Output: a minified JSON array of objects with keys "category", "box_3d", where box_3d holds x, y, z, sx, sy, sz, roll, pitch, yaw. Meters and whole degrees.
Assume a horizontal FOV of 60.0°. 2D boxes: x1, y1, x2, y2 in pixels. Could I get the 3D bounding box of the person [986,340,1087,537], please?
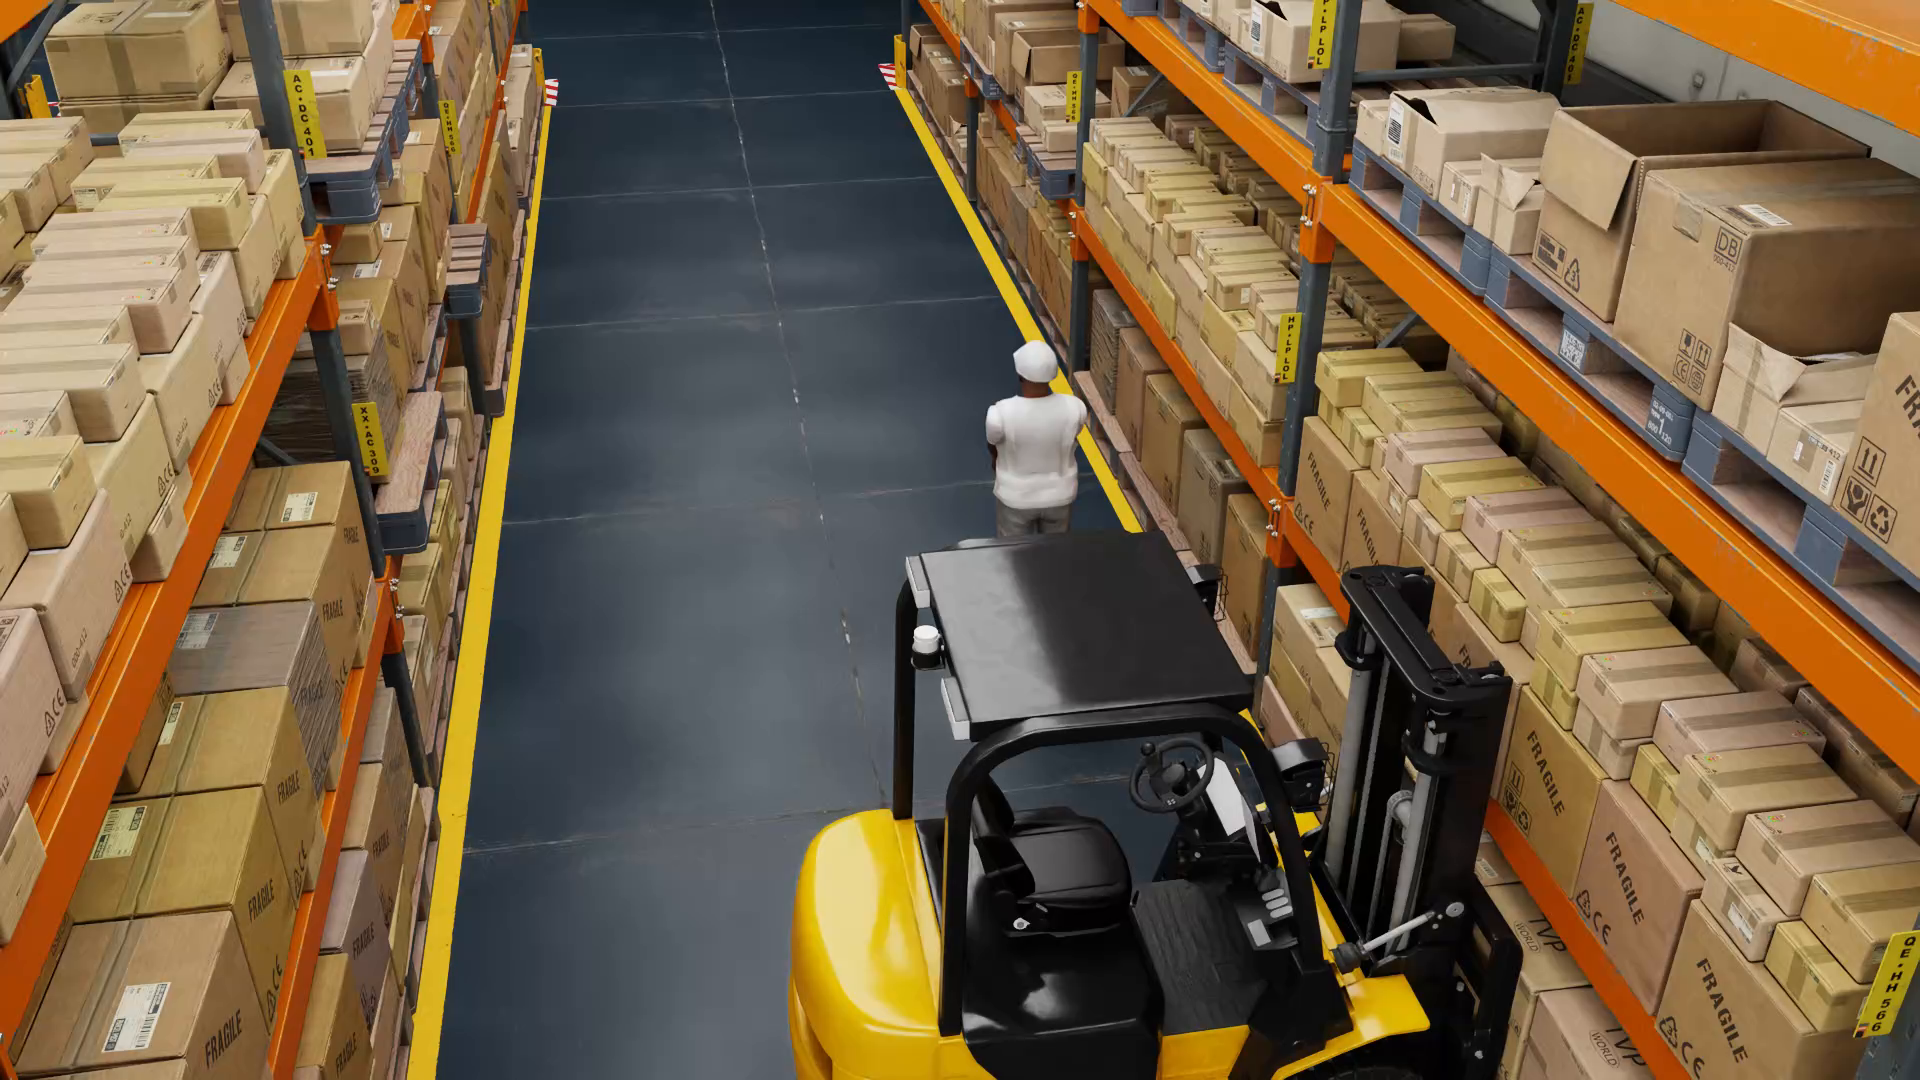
[{"category":"person","box_3d":[0.356,-0.275,8.587,0.503,1.760,0.587,-5,31,-8]}]
